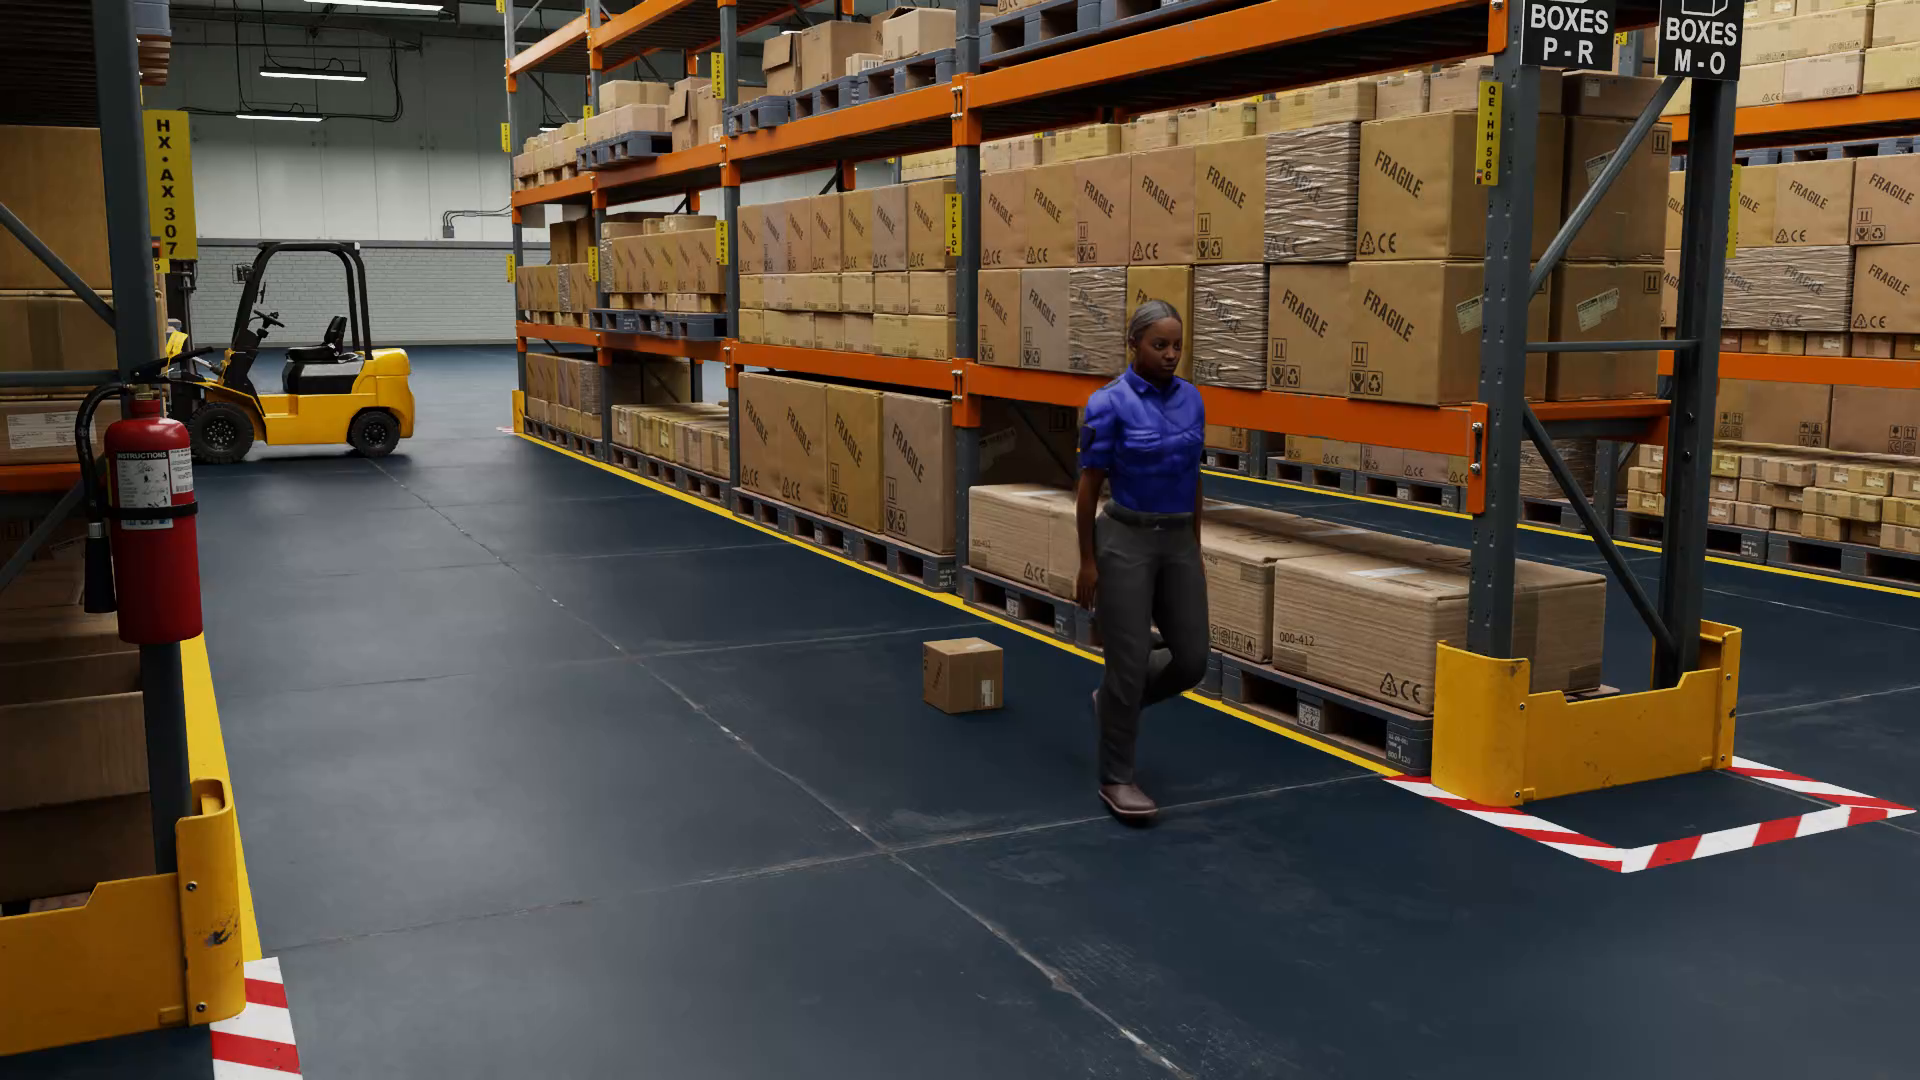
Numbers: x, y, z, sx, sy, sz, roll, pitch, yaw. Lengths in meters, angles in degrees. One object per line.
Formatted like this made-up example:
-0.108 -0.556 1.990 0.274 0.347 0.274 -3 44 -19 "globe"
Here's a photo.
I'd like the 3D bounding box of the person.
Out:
0.583 0.036 5.477 0.496 1.645 0.580 -4 10 -27 "person"
